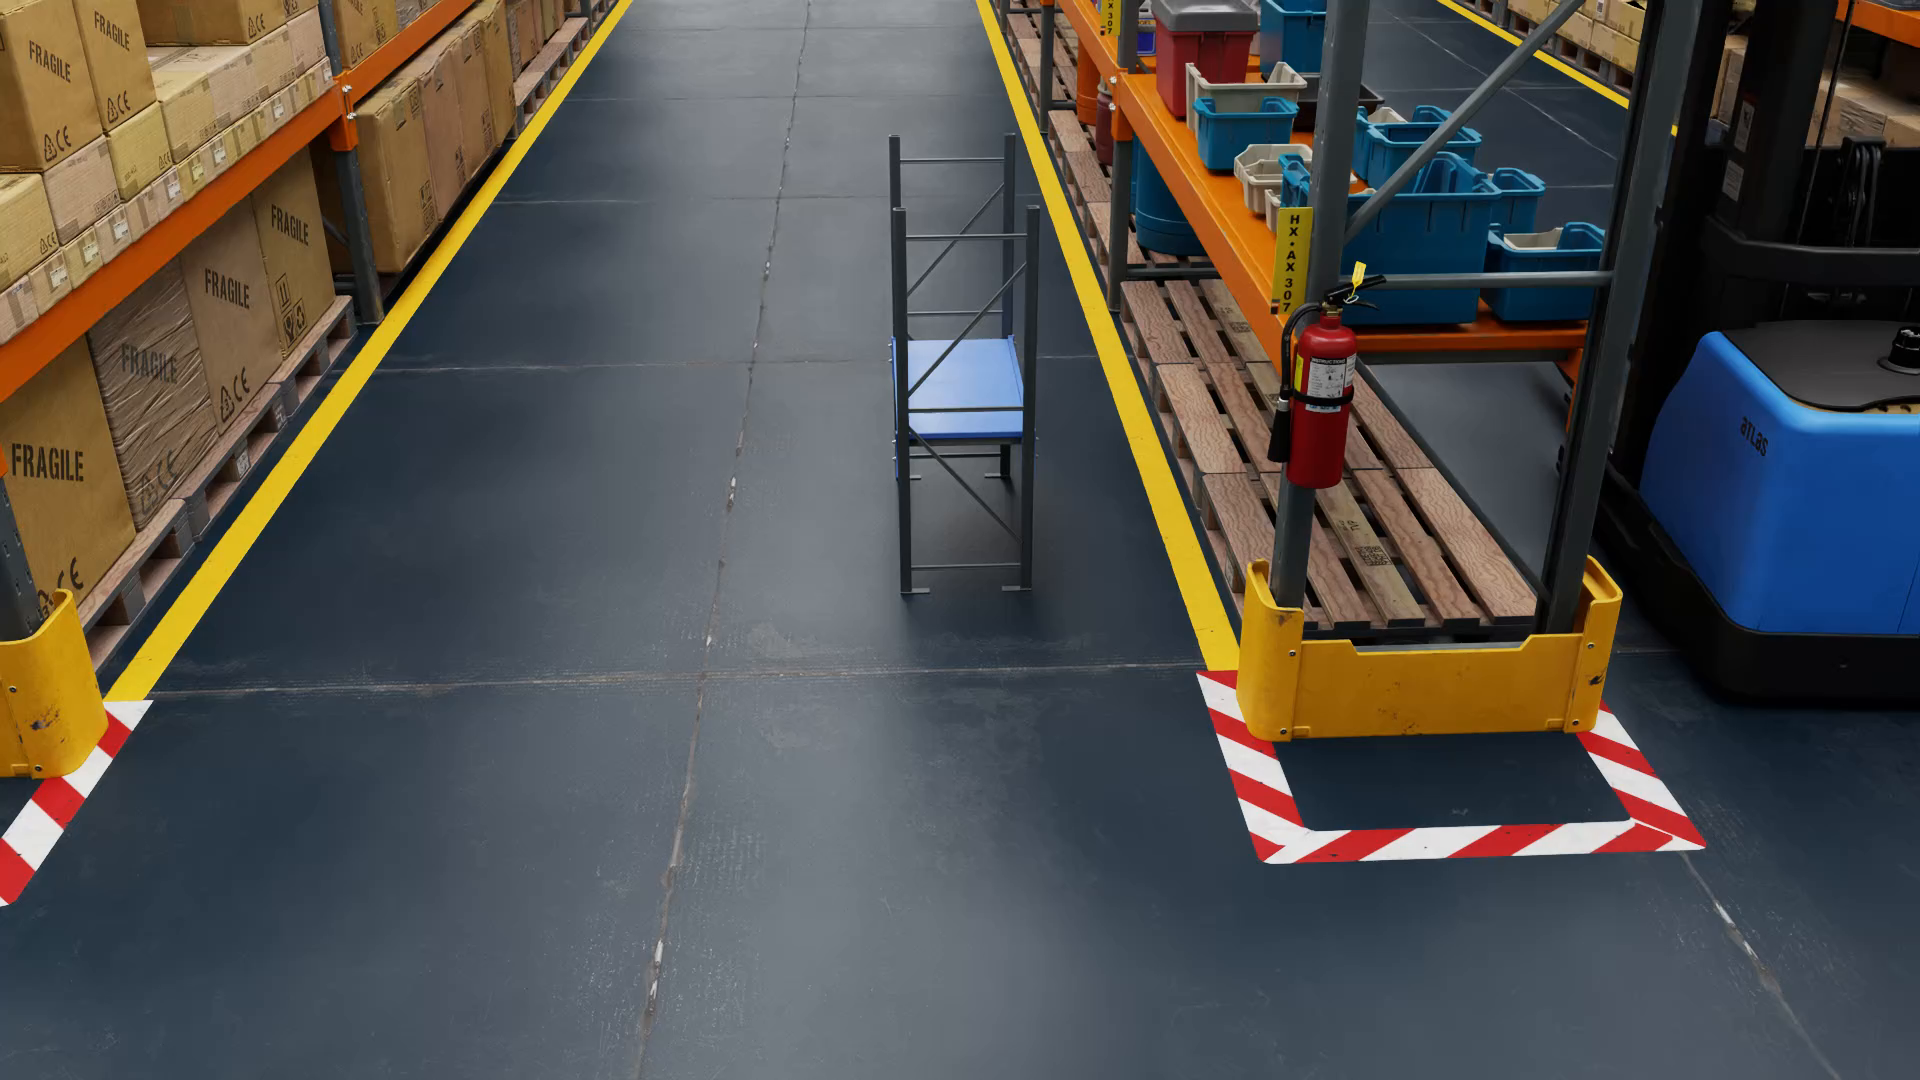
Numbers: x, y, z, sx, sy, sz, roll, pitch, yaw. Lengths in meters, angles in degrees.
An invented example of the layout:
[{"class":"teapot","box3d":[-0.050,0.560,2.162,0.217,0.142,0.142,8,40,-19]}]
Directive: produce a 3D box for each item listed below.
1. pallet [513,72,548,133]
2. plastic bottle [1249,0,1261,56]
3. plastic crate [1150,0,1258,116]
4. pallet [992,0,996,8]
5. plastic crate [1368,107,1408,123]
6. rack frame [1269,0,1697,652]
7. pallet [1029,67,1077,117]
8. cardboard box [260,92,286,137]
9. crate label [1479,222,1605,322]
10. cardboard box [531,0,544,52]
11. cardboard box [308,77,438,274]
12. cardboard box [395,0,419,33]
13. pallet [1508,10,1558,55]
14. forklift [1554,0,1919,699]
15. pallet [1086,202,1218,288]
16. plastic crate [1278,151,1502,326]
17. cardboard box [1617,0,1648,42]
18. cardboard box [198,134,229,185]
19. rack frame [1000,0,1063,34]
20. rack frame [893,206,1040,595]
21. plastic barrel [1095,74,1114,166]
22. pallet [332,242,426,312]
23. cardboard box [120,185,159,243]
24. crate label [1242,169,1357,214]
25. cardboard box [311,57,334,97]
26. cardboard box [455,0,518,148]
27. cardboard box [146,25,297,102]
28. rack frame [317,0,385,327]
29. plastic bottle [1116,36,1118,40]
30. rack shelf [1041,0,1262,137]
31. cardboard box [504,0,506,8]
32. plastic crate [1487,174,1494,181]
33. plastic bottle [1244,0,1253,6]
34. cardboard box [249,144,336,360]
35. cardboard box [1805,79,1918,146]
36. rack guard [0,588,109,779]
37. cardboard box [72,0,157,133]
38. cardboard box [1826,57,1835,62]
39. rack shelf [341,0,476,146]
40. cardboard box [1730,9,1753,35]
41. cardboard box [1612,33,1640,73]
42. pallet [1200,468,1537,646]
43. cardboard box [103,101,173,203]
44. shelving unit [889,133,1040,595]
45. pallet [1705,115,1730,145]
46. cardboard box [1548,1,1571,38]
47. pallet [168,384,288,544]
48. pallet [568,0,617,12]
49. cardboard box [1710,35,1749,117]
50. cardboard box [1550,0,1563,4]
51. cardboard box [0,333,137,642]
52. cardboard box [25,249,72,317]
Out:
[{"class":"pallet","box3d":[-3.878,-3.468,13.170,1.003,0.211,1.213,-1,28,-3]},{"class":"plastic bottle","box3d":[1.620,-2.783,8.895,0.144,0.351,0.185,-1,28,-3]},{"class":"plastic crate","box3d":[1.113,-2.252,7.690,0.402,0.464,0.583,-1,28,-3]},{"class":"pallet","box3d":[0.839,-5.950,17.929,1.003,0.211,1.213,-1,28,-3]},{"class":"plastic crate","box3d":[1.708,-1.728,7.040,0.293,0.136,0.466,-1,28,-3]},{"class":"rack frame","box3d":[1.525,-0.768,4.979,1.000,3.000,0.127,-1,28,-3]},{"class":"pallet","box3d":[1.106,-3.585,13.395,1.003,0.211,1.213,-1,28,-3]},{"class":"cardboard box","box3d":[-3.246,-1.895,7.412,0.380,0.149,0.250,-1,28,-2]},{"class":"crate label","box3d":[1.841,-0.843,5.238,0.416,0.233,0.303,-1,28,-3]},{"class":"cardboard box","box3d":[-4.001,-4.514,14.388,0.700,0.500,0.500,-4,28,-7]},{"class":"cardboard box","box3d":[-3.683,-2.035,9.252,1.225,0.875,0.875,-1,28,-2]},{"class":"cardboard box","box3d":[-3.457,-3.222,9.576,0.500,0.500,0.500,-2,28,-4]},{"class":"pallet","box3d":[5.923,-4.852,15.825,1.003,0.211,1.213,-1,28,-3]},{"class":"forklift","box3d":[3.148,-1.404,6.273,1.130,2.935,3.031,1,28,2]},{"class":"pallet","box3d":[1.318,-1.736,9.851,1.003,0.211,1.213,-1,28,-3]},{"class":"plastic crate","box3d":[1.321,-0.961,5.245,0.616,0.435,0.499,-1,28,-3]},{"class":"cardboard box","box3d":[5.747,-4.272,13.610,0.500,0.311,0.500,-2,28,-3]},{"class":"cardboard box","box3d":[-3.207,-1.541,6.732,0.380,0.149,0.250,-1,28,-2]},{"class":"rack frame","box3d":[0.899,-6.310,15.605,1.000,3.000,0.127,-1,28,-3]},{"class":"rack frame","box3d":[0.022,-0.470,6.029,0.500,1.500,0.032,-1,28,-3]},{"class":"plastic barrel","box3d":[1.209,-2.833,11.091,0.600,0.588,0.708,-1,28,-3]},{"class":"pallet","box3d":[-3.745,-1.614,9.616,1.003,0.211,1.213,-1,28,-3]},{"class":"cardboard box","box3d":[-3.165,-1.184,6.047,0.380,0.149,0.250,-2,28,-4]},{"class":"crate label","box3d":[1.262,-1.312,6.243,0.396,0.136,0.243,-1,28,-3]},{"class":"cardboard box","box3d":[-3.287,-2.252,8.095,0.380,0.149,0.250,-1,28,-2]},{"class":"cardboard box","box3d":[-3.823,-3.268,11.616,1.225,0.875,0.875,-3,28,-5]},{"class":"cardboard box","box3d":[-3.315,-2.125,7.421,0.500,0.250,0.500,-1,28,-1]},{"class":"rack frame","box3d":[-3.630,-2.496,8.292,1.000,3.000,0.127,-1,28,-3]},{"class":"plastic bottle","box3d":[0.954,-2.903,9.207,0.152,0.276,0.135,-1,28,-3]},{"class":"rack shelf","box3d":[1.212,-3.220,10.458,1.077,0.370,4.000,-1,28,-3]},{"class":"cardboard box","box3d":[-3.941,-4.316,13.197,0.500,0.250,0.500,2,28,3]},{"class":"plastic crate","box3d":[1.872,-1.263,6.149,0.250,0.136,0.298,-1,28,-3]},{"class":"plastic bottle","box3d":[1.654,-2.952,9.301,0.152,0.276,0.135,-1,28,-3]},{"class":"cardboard box","box3d":[-3.675,-1.433,8.098,0.875,0.875,0.875,-1,28,-3]},{"class":"cardboard box","box3d":[5.879,-2.736,10.979,0.500,0.500,0.500,-2,28,-4]},{"class":"rack guard","box3d":[-3.420,0.471,5.307,1.175,0.500,0.348,-1,28,-3]},{"class":"cardboard box","box3d":[-3.236,-1.745,5.881,0.500,0.500,0.500,-2,28,-4]},{"class":"cardboard box","box3d":[6.338,-3.241,11.948,0.500,0.500,0.500,0,28,-1]},{"class":"rack shelf","box3d":[-3.734,-3.101,10.229,1.077,0.370,4.000,-1,28,-3]},{"class":"cardboard box","box3d":[6.320,-4.045,13.175,0.500,0.311,0.500,0,28,-1]},{"class":"cardboard box","box3d":[5.753,-4.023,13.738,0.500,0.250,0.500,-2,28,-3]},{"class":"pallet","box3d":[1.521,0.086,6.356,1.003,0.211,1.213,-1,28,-3]},{"class":"cardboard box","box3d":[-3.233,-1.414,6.058,0.500,0.250,0.500,-2,28,-4]},{"class":"shelving unit","box3d":[-0.004,-0.704,6.479,0.538,1.500,1.048,-1,28,-3]},{"class":"pallet","box3d":[6.056,-2.998,12.271,1.003,0.211,1.213,-1,28,-3]},{"class":"cardboard box","box3d":[5.674,-4.727,15.090,0.500,0.250,0.500,-2,28,-4]},{"class":"pallet","box3d":[-3.601,-0.342,7.177,1.003,0.211,1.213,-1,28,-3]},{"class":"pallet","box3d":[-4.185,-5.828,17.696,1.003,0.211,1.213,-1,28,-3]},{"class":"cardboard box","box3d":[5.793,-3.450,12.349,0.500,0.500,0.500,0,28,0]},{"class":"cardboard box","box3d":[5.667,-4.976,14.961,0.500,0.311,0.500,-2,28,-4]},{"class":"cardboard box","box3d":[-3.534,-0.186,5.707,0.875,0.875,0.875,-1,28,-3]},{"class":"cardboard box","box3d":[-3.125,-0.828,5.365,0.380,0.149,0.250,-2,28,-3]}]
